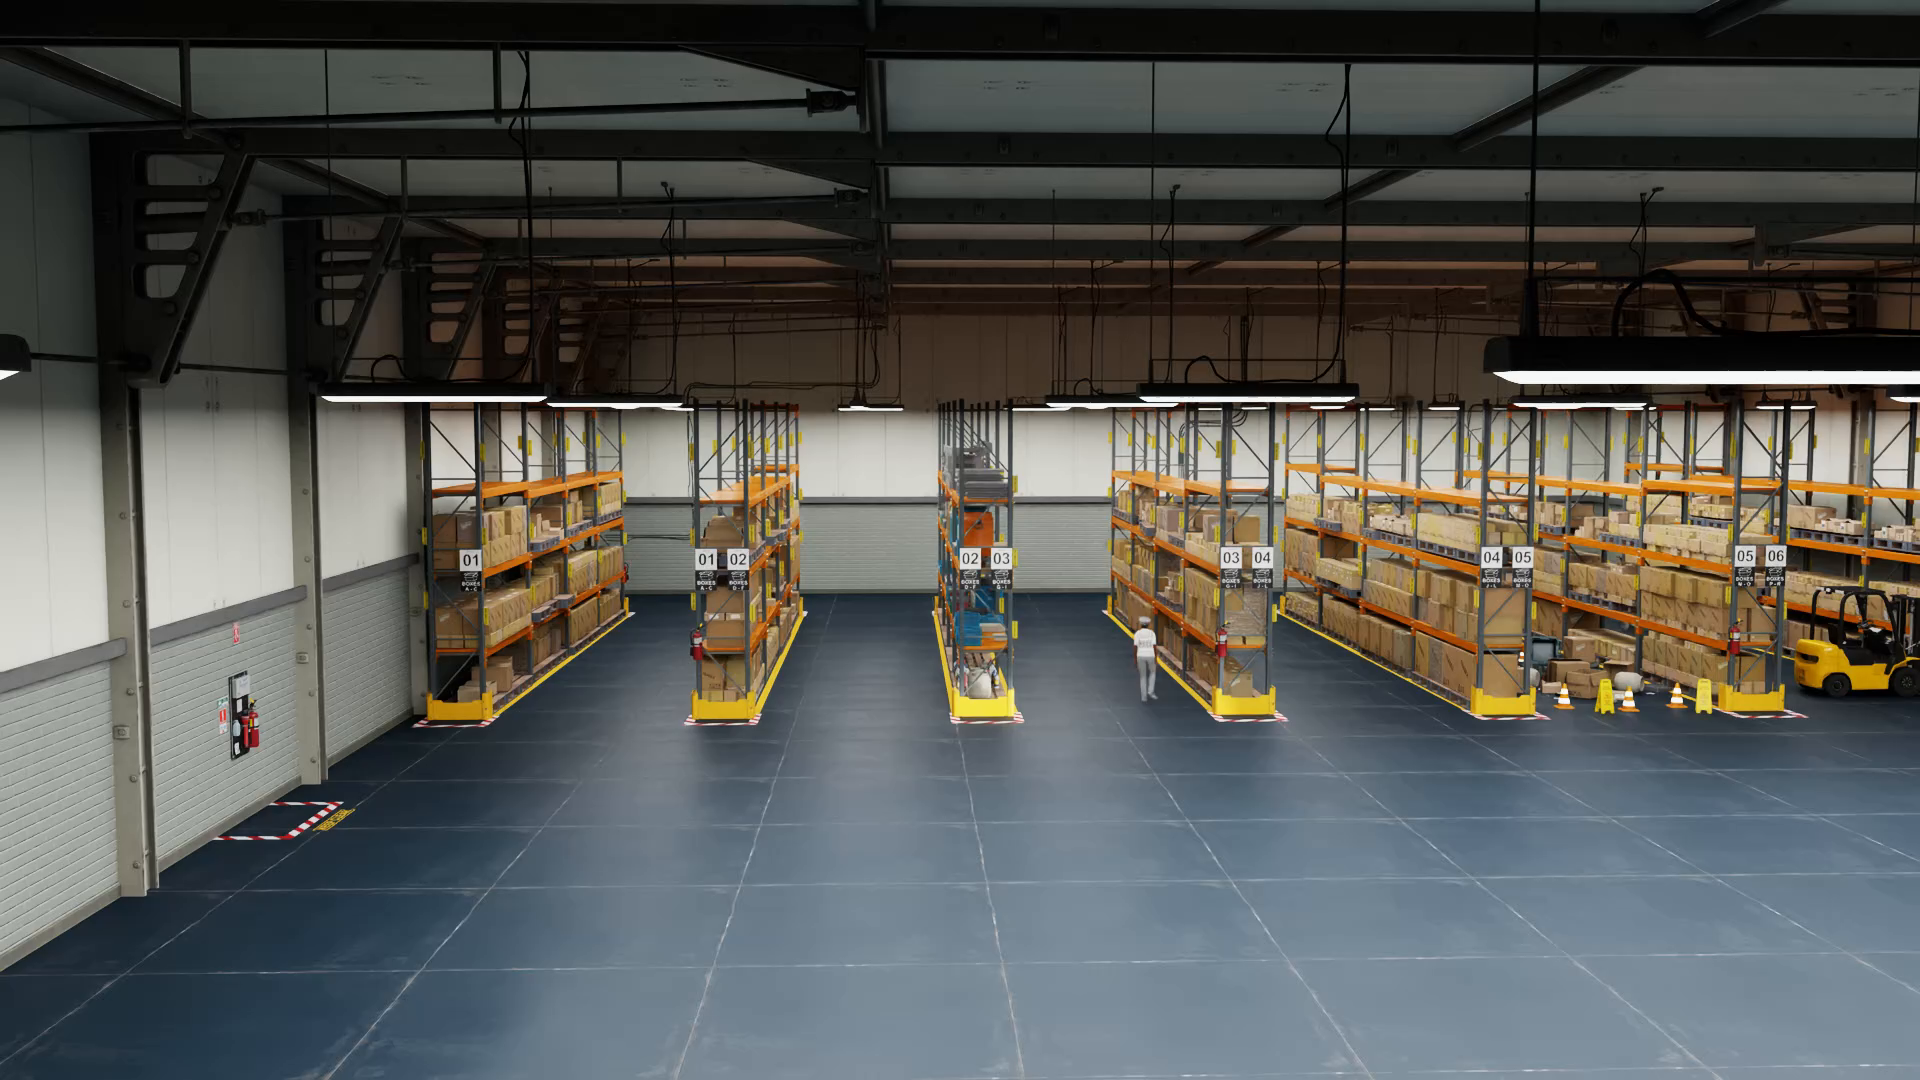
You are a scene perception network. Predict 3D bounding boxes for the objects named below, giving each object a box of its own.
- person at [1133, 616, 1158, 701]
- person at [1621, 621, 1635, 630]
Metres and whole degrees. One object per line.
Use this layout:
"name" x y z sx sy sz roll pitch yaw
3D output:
"person" 3.695 2.359 33.121 0.487 1.671 0.497 1 4 7
"person" 17.727 1.501 44.105 0.595 1.767 0.547 0 4 3
